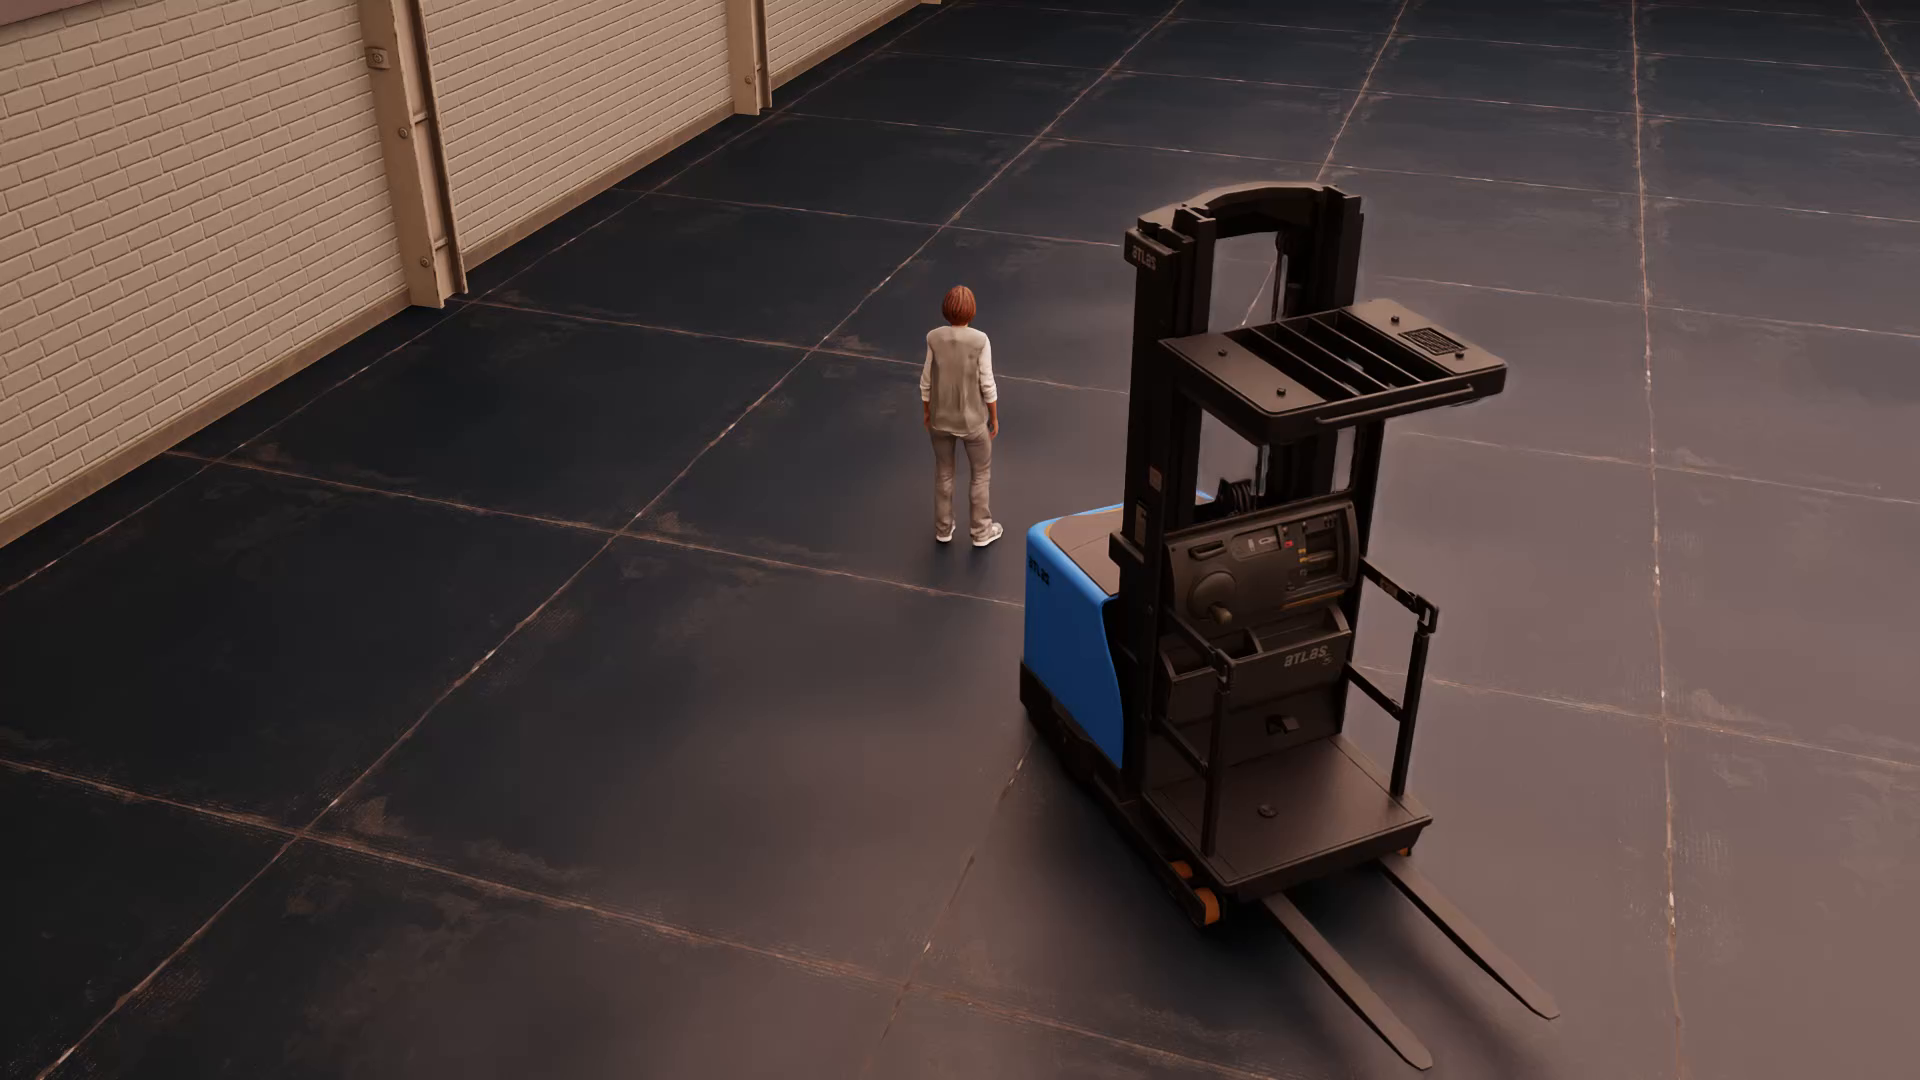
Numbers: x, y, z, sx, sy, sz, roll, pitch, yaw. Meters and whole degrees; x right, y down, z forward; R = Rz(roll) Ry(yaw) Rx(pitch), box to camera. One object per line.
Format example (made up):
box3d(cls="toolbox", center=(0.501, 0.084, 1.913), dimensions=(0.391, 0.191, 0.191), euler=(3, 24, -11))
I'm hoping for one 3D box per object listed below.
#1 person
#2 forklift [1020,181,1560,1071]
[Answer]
box3d(cls="person", center=(0.001, -0.702, 9.721), dimensions=(0.467, 1.591, 0.344), euler=(9, 31, 15))
box3d(cls="forklift", center=(1.383, 0.144, 6.883), dimensions=(1.130, 2.935, 3.031), euler=(-13, 32, -21))
